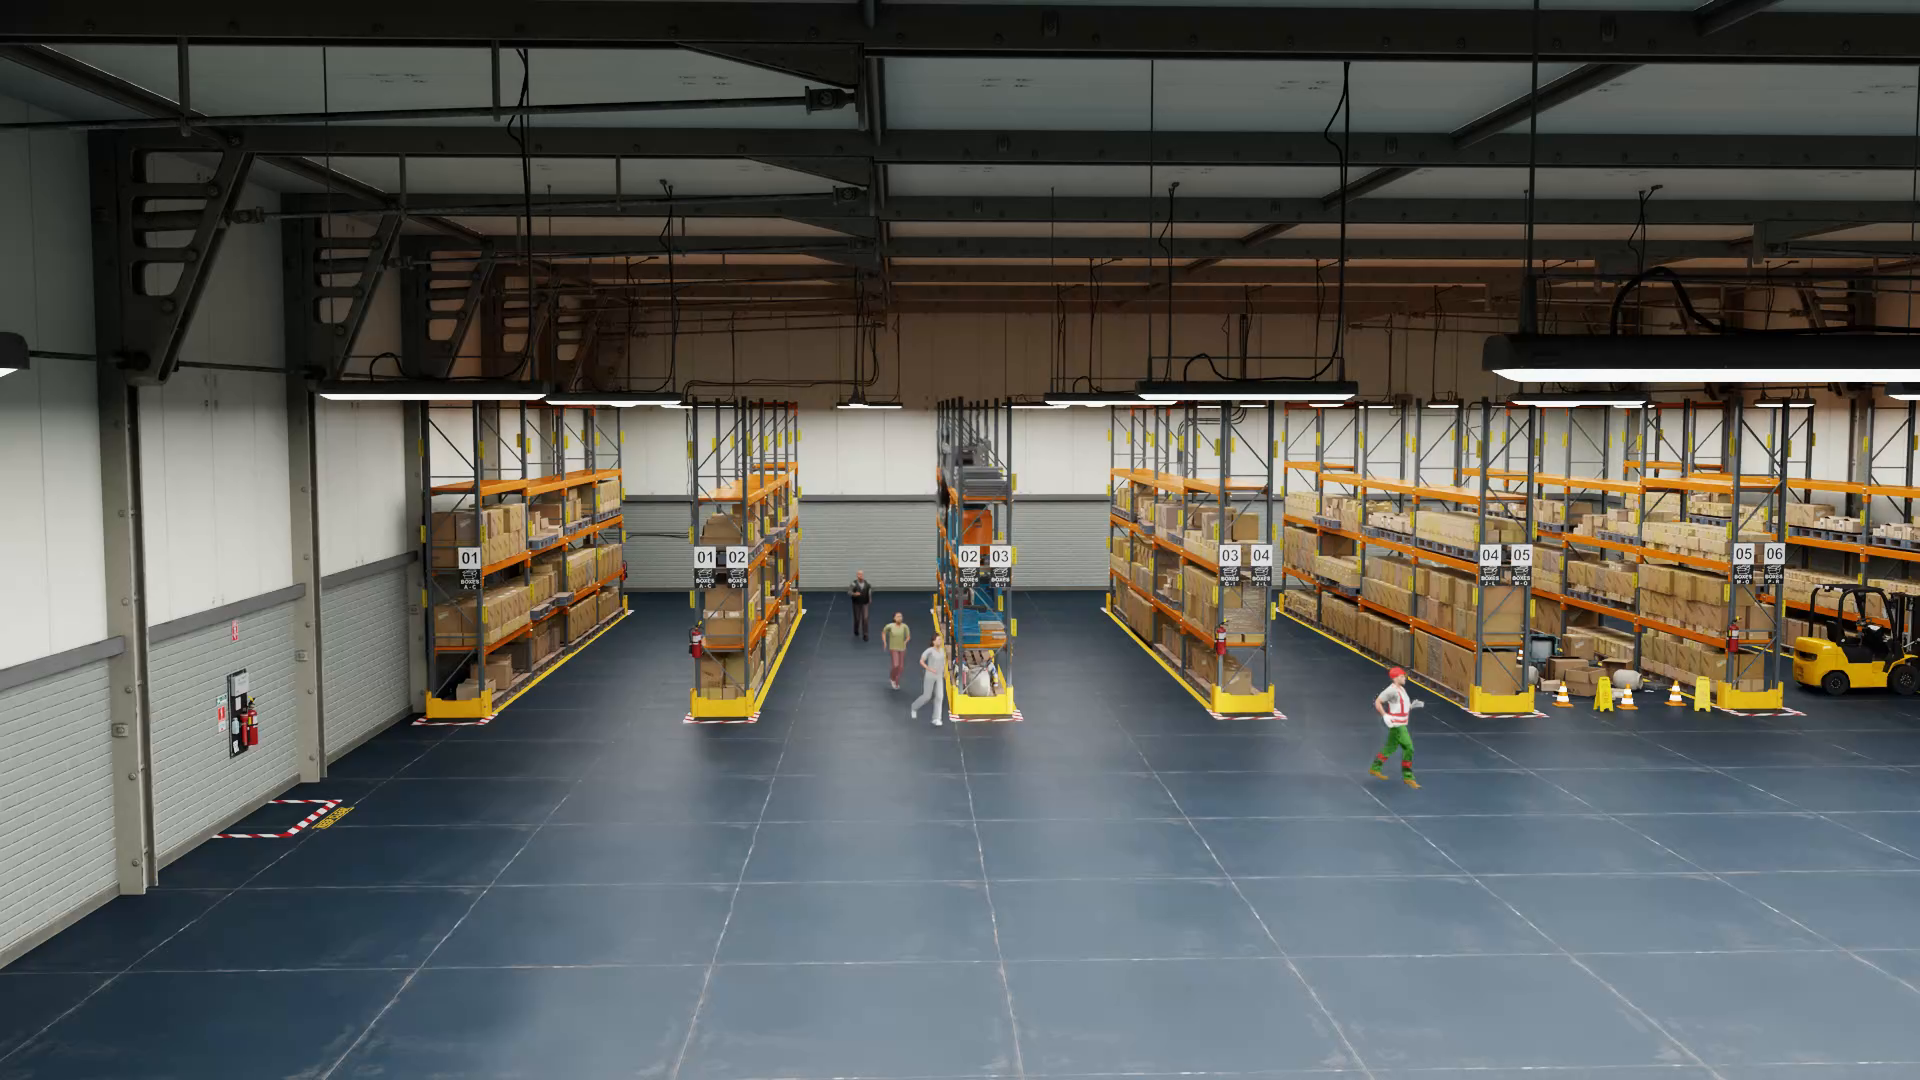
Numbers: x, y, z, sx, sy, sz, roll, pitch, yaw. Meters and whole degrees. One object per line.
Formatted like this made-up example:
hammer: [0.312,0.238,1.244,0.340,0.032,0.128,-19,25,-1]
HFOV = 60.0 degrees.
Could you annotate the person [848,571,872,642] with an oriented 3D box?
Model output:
person: [-2.486,1.627,41.603,0.657,1.726,0.949,-1,5,-14]

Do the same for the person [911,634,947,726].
person: [-0.457,2.533,30.566,0.632,1.631,0.933,-3,5,-35]

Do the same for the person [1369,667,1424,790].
person: [6.661,2.854,25.393,0.835,1.833,0.651,2,5,25]

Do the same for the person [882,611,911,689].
person: [-1.281,2.262,34.064,0.551,1.626,0.688,-1,5,-17]

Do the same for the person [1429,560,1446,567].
person: [14.101,1.073,49.250,0.946,1.688,0.622,0,4,-1]
